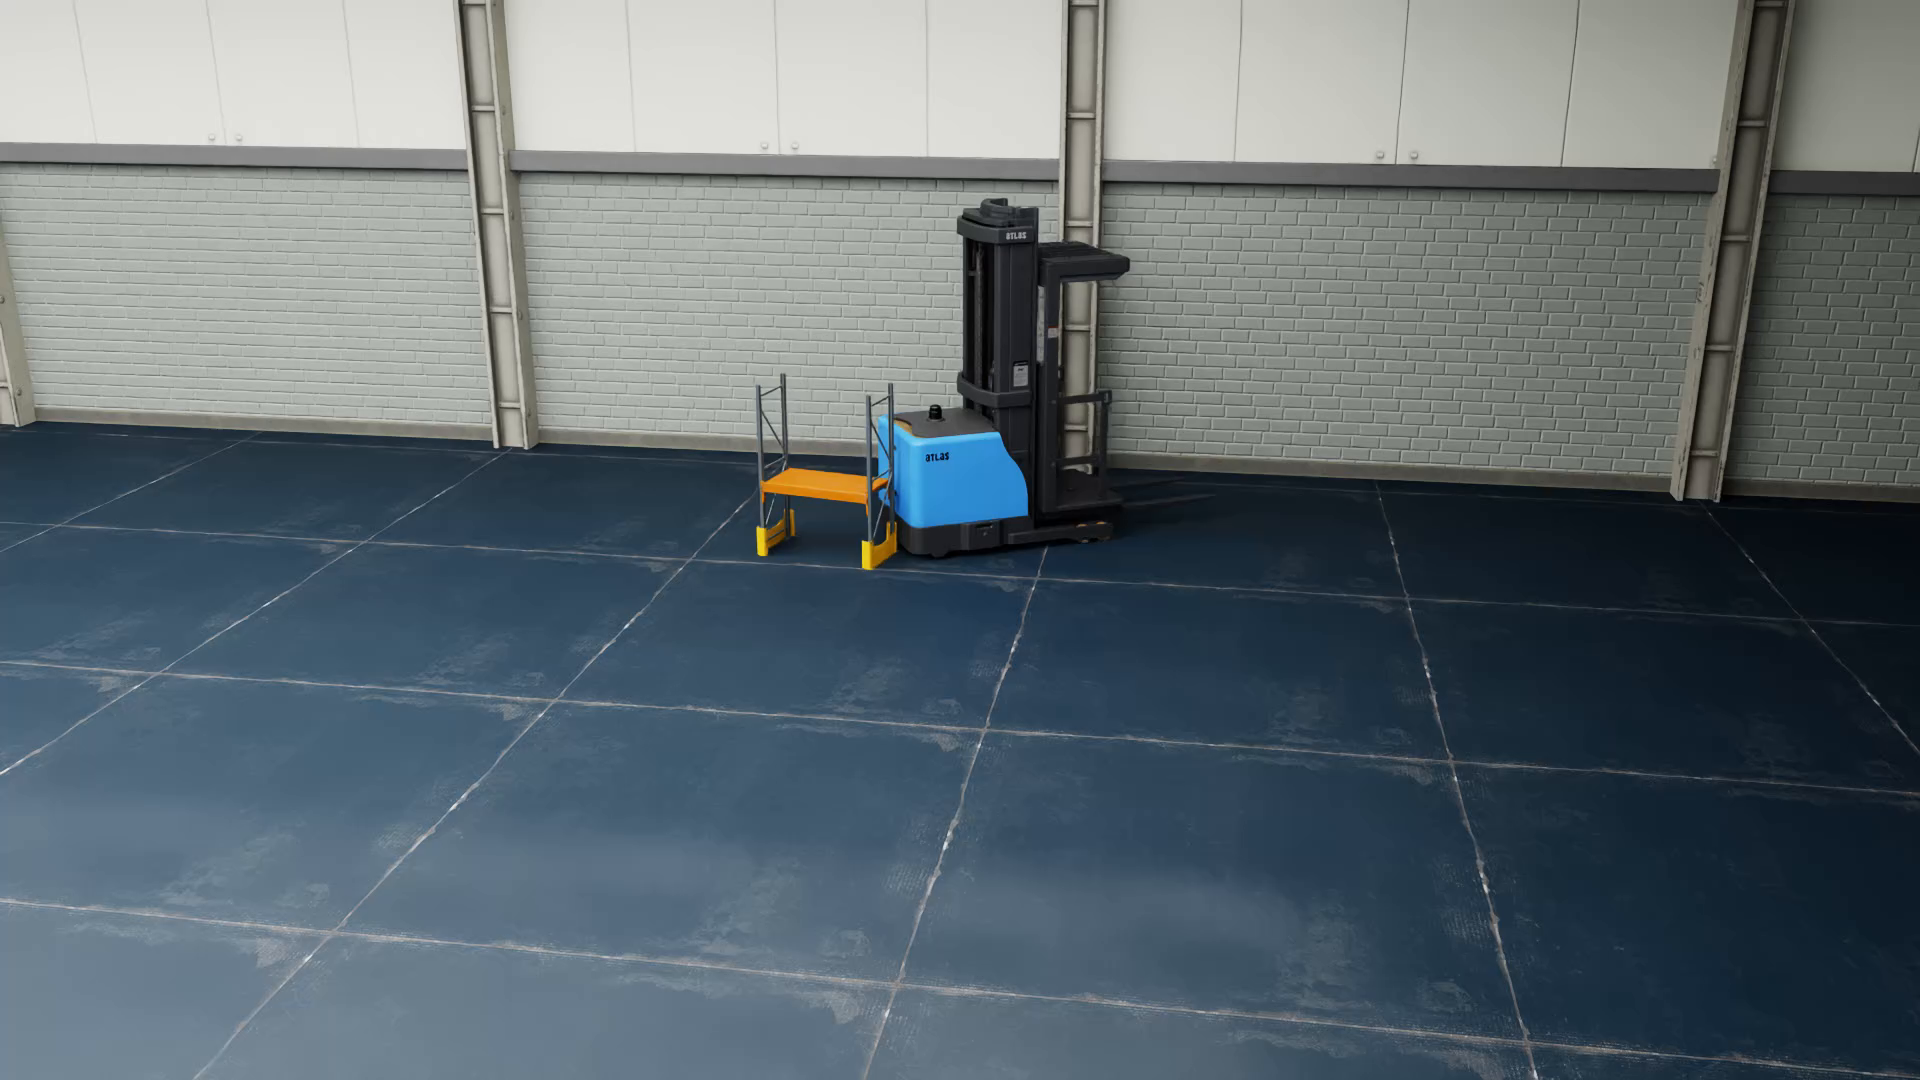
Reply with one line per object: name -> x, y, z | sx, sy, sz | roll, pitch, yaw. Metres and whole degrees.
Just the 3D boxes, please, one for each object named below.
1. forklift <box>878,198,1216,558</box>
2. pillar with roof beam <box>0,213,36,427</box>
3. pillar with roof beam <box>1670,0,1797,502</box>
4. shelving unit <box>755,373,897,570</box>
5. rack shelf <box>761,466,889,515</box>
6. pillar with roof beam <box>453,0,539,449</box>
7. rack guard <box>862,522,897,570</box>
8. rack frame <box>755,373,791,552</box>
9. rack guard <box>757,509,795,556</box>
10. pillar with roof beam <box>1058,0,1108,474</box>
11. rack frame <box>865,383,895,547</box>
forklift -> 0.830, -1.512, 14.704 | 3.031, 2.935, 1.130 | -7, 20, -20
pillar with roof beam -> -11.365, -4.243, 13.302 | 0.400, 9.000, 9.100 | 3, 19, 9
pillar with roof beam -> 6.407, -3.337, 10.594 | 0.400, 9.000, 9.100 | 3, 19, 9
shelving unit -> -1.151, -0.603, 14.242 | 1.083, 1.500, 0.587 | 7, 20, 20
rack shelf -> -1.142, -0.432, 14.296 | 1.000, 0.185, 0.538 | 7, 20, 20
pillar with roof beam -> -5.441, -3.941, 12.399 | 0.400, 9.000, 9.100 | 3, 19, 9
rack guard -> -0.687, 0.047, 14.268 | 0.087, 0.250, 0.587 | 7, 20, 20
rack frame -> -1.615, -0.661, 14.415 | 0.032, 1.500, 0.500 | 7, 20, 20
rack guard -> -1.614, -0.068, 14.613 | 0.087, 0.250, 0.587 | 7, 20, 20
pillar with roof beam -> 0.483, -3.639, 11.497 | 0.400, 9.000, 9.100 | 3, 19, 9
rack frame -> -0.669, -0.543, 14.063 | 0.032, 1.500, 0.500 | 7, 20, 20
